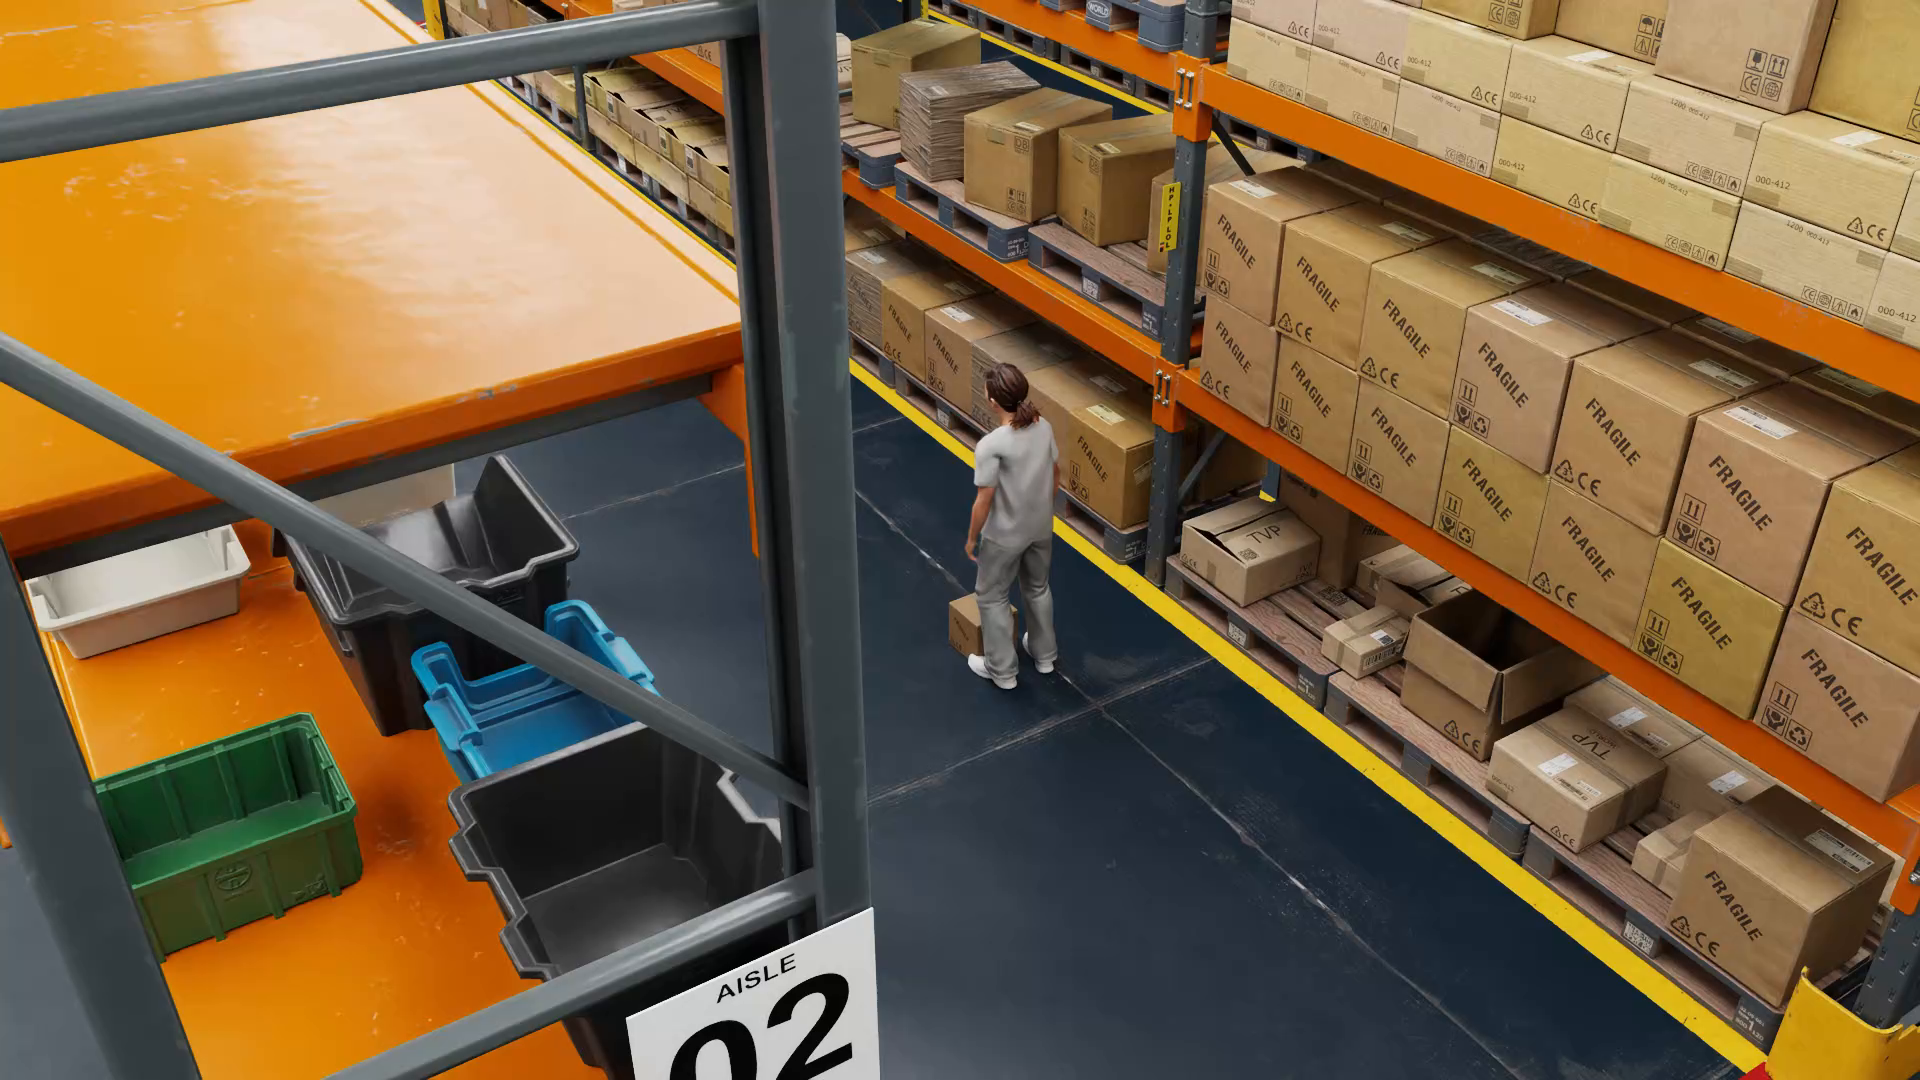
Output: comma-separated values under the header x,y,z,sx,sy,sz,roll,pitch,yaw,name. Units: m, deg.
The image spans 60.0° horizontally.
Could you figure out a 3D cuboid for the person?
x,y,z,sx,sy,sz,roll,pitch,yaw,name
0.253,-0.055,7.787,0.513,1.673,0.358,-21,38,-29,person
